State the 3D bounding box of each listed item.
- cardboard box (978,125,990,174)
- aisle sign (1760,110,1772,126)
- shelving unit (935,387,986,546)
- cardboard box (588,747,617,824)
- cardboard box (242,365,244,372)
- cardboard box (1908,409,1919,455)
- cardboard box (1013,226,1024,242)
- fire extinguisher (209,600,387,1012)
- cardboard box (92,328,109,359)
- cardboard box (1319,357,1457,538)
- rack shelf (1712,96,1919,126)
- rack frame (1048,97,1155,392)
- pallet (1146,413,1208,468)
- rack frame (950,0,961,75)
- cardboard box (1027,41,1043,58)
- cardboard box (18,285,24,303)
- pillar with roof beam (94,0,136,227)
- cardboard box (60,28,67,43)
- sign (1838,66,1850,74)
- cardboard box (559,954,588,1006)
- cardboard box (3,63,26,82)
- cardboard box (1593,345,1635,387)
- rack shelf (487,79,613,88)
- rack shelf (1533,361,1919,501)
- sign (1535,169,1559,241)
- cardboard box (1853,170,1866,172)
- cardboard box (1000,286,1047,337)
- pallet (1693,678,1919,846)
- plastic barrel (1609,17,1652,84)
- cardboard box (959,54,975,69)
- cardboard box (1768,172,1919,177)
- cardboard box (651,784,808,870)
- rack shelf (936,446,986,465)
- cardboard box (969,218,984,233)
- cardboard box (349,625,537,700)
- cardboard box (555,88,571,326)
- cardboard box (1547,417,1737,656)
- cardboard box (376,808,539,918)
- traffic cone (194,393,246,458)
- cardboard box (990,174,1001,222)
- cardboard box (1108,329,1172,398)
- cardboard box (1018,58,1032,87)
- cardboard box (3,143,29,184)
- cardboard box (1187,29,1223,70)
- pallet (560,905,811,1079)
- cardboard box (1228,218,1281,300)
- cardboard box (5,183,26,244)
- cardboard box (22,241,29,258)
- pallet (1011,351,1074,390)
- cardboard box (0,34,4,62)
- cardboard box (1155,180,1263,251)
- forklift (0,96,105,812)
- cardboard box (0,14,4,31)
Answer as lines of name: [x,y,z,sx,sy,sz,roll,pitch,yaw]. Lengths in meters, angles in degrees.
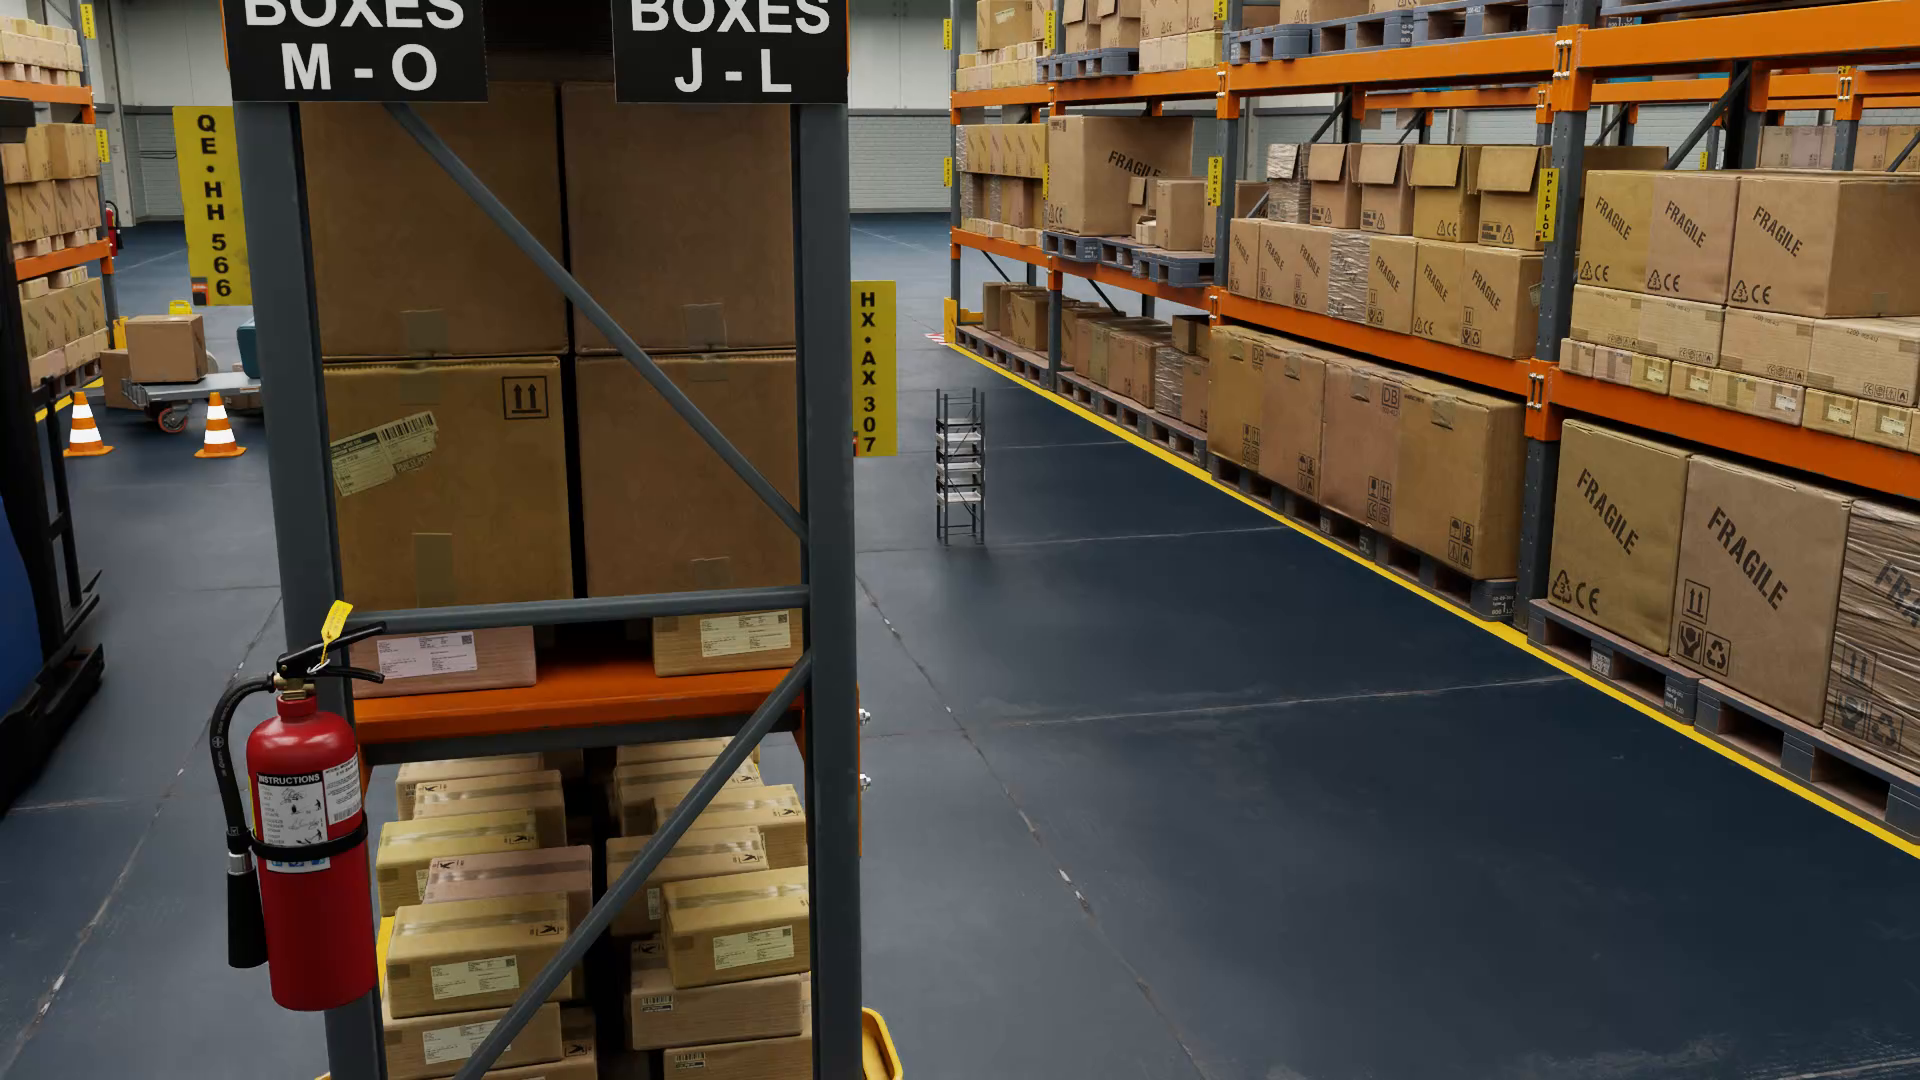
cardboard box: [0.487,-4.114,17.501,0.500,0.500,0.500,-3,14,-13]
aisle sign: [10.293,-5.654,21.271,0.394,0.787,0.004,-3,14,-13]
shelving unit: [0.002,-0.435,9.813,0.258,0.900,0.210,-3,14,-13]
cardboard box: [-0.934,0.738,5.081,0.380,0.149,0.250,-3,14,-10]
cardboard box: [-6.139,-1.630,15.251,0.797,0.637,0.503,-3,14,-13]
cardboard box: [3.444,-0.354,5.585,0.380,0.149,0.250,-3,14,-13]
cardboard box: [0.751,-3.088,16.774,0.380,0.149,0.250,-3,14,-13]
fire extinguisher: [-1.084,0.439,2.760,0.296,0.674,0.183,-3,14,-13]
cardboard box: [-8.783,-1.947,16.485,0.500,0.250,0.500,-3,14,-13]
cardboard box: [2.831,-0.564,9.508,1.225,0.875,0.875,-4,14,-15]
rack shelf: [10.493,-5.006,19.291,1.077,0.370,4.000,-3,14,-13]
rack frame: [1.332,-2.885,15.417,1.000,3.000,0.127,-3,14,-13]
pallet: [2.090,-0.788,12.709,1.003,0.211,1.213,-3,14,-13]
rack frame: [0.393,-6.722,18.482,1.000,3.000,0.127,-3,14,-13]
cardboard box: [0.858,-4.642,15.762,0.380,0.149,0.250,-4,14,-16]
cardboard box: [-8.147,-2.064,14.017,0.380,0.149,0.250,-3,14,-12]
pillar with roof beam: [-17.637,-12.842,43.532,9.100,9.000,0.400,-3,14,-13]
cardboard box: [-8.850,-4.855,16.008,0.380,0.149,0.250,-3,14,-12]
sign: [6.553,-3.613,12.294,0.100,0.325,0.005,-3,14,-13]
cardboard box: [-1.158,1.088,4.276,0.380,0.149,0.250,-3,14,-13]
cardboard box: [-8.353,-4.056,14.417,0.380,0.149,0.250,-4,14,-14]
cardboard box: [3.019,-0.770,7.289,0.380,0.149,0.250,-4,14,-15]
rack shelf: [-3.043,-3.278,12.221,1.077,0.370,4.000,-3,14,-13]
rack shelf: [3.681,-0.229,6.059,1.077,0.370,4.000,-3,14,-13]
sign: [2.686,-1.531,7.601,0.100,0.325,0.005,-3,14,-13]
cardboard box: [10.394,-4.144,18.991,0.380,0.149,0.250,-3,14,-12]
cardboard box: [0.697,-2.517,18.290,0.500,0.500,0.500,0,14,2]
pallet: [3.604,0.777,6.303,1.003,0.211,1.213,-3,14,-13]
plastic barrel: [6.477,-4.757,15.700,0.600,0.901,0.708,-3,14,-13]
cardboard box: [0.200,-5.244,18.228,0.380,0.149,0.250,-3,14,-12]
cardboard box: [3.693,-1.269,6.909,0.500,0.500,0.500,-3,14,-13]
cardboard box: [-0.603,0.766,4.339,0.380,0.149,0.250,-3,14,-13]
rack shelf: [0.002,-0.490,9.799,0.258,0.077,0.200,-3,14,-13]
cardboard box: [0.312,-3.490,18.420,0.380,0.149,0.250,-3,14,-13]
cardboard box: [-1.046,0.199,3.322,0.380,0.149,0.250,-3,14,-13]
cardboard box: [-0.666,-0.777,3.843,0.500,0.500,0.500,-3,14,-12]
cardboard box: [3.289,-0.055,7.423,0.875,0.875,0.875,-3,14,-13]
cardboard box: [-1.252,0.806,4.175,0.380,0.149,0.250,-4,14,-14]
traffic cone: [-5.608,-0.881,12.560,0.336,0.463,0.334,-3,14,-13]
cardboard box: [0.805,-3.646,17.694,0.875,0.500,0.500,-3,14,-13]
cardboard box: [1.681,-1.502,14.093,0.700,0.500,0.500,-5,14,-18]
cardboard box: [0.859,-4.481,15.945,0.500,0.250,0.500,-3,14,-12]
cardboard box: [-8.292,-3.244,13.942,0.700,0.500,0.500,-3,14,-13]
cardboard box: [1.922,-3.443,11.694,0.500,0.250,0.500,-3,14,-13]
pallet: [-0.868,1.284,4.227,1.003,0.211,1.213,-3,14,-13]
cardboard box: [2.122,-1.884,11.107,0.500,0.500,0.500,-3,14,-12]
cardboard box: [-8.273,-2.758,14.056,0.500,0.500,0.500,-3,14,-13]
cardboard box: [-8.382,-2.535,14.513,0.380,0.149,0.250,-3,14,-13]
pallet: [1.140,-1.684,16.374,1.003,0.211,1.213,-3,14,-13]
cardboard box: [-8.268,-4.097,13.745,0.500,0.250,0.500,-3,14,-14]
cardboard box: [1.878,-2.461,12.583,0.700,0.500,0.500,-1,14,-5]
forklift: [-4.253,-0.699,6.610,1.130,2.935,3.031,-4,14,-16]
cardboard box: [-8.343,-4.382,14.074,0.380,0.149,0.250,-4,14,-15]
